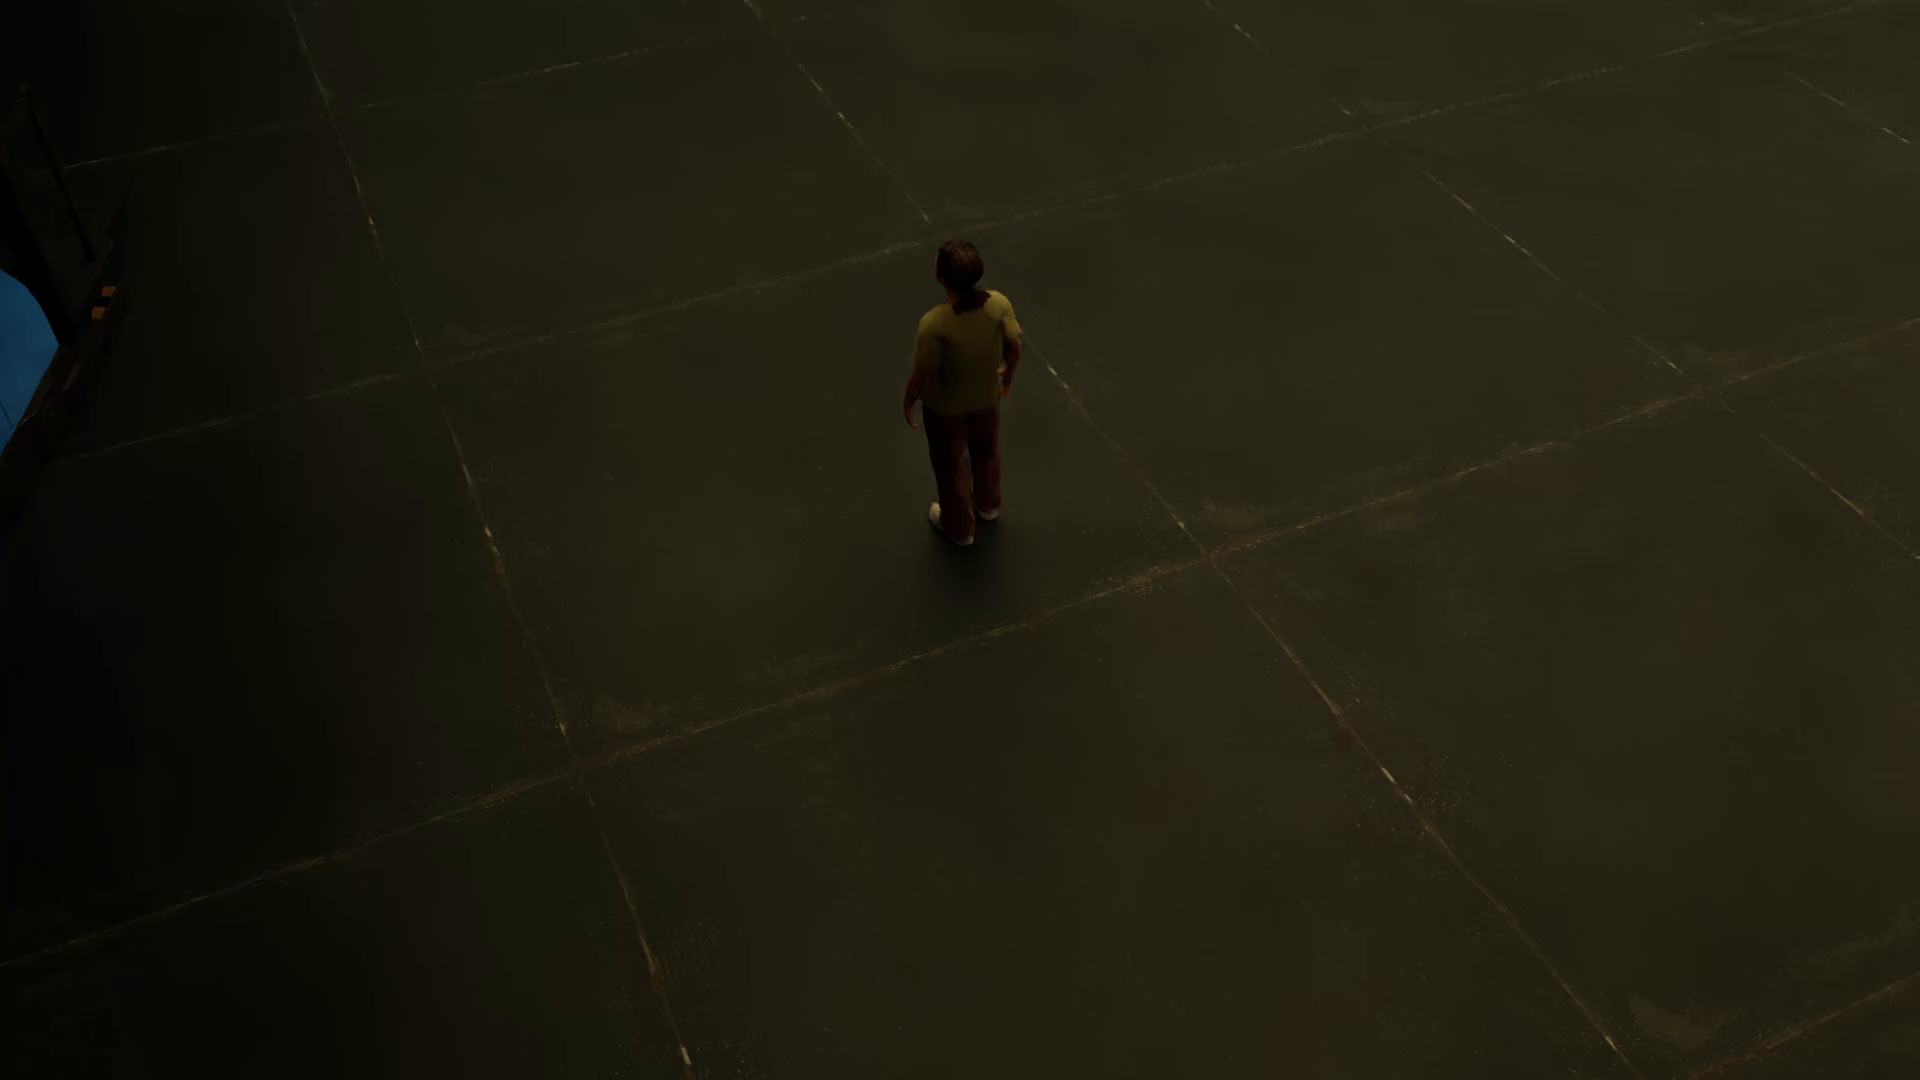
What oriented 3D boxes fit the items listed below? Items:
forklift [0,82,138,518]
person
[{"bbox_3d":[-5.114,-2.113,7.944,1.130,2.935,3.031,-3,43,-4],"label":"forklift"},{"bbox_3d":[-0.021,-0.667,7.304,0.554,1.674,0.548,-18,46,-18],"label":"person"}]
